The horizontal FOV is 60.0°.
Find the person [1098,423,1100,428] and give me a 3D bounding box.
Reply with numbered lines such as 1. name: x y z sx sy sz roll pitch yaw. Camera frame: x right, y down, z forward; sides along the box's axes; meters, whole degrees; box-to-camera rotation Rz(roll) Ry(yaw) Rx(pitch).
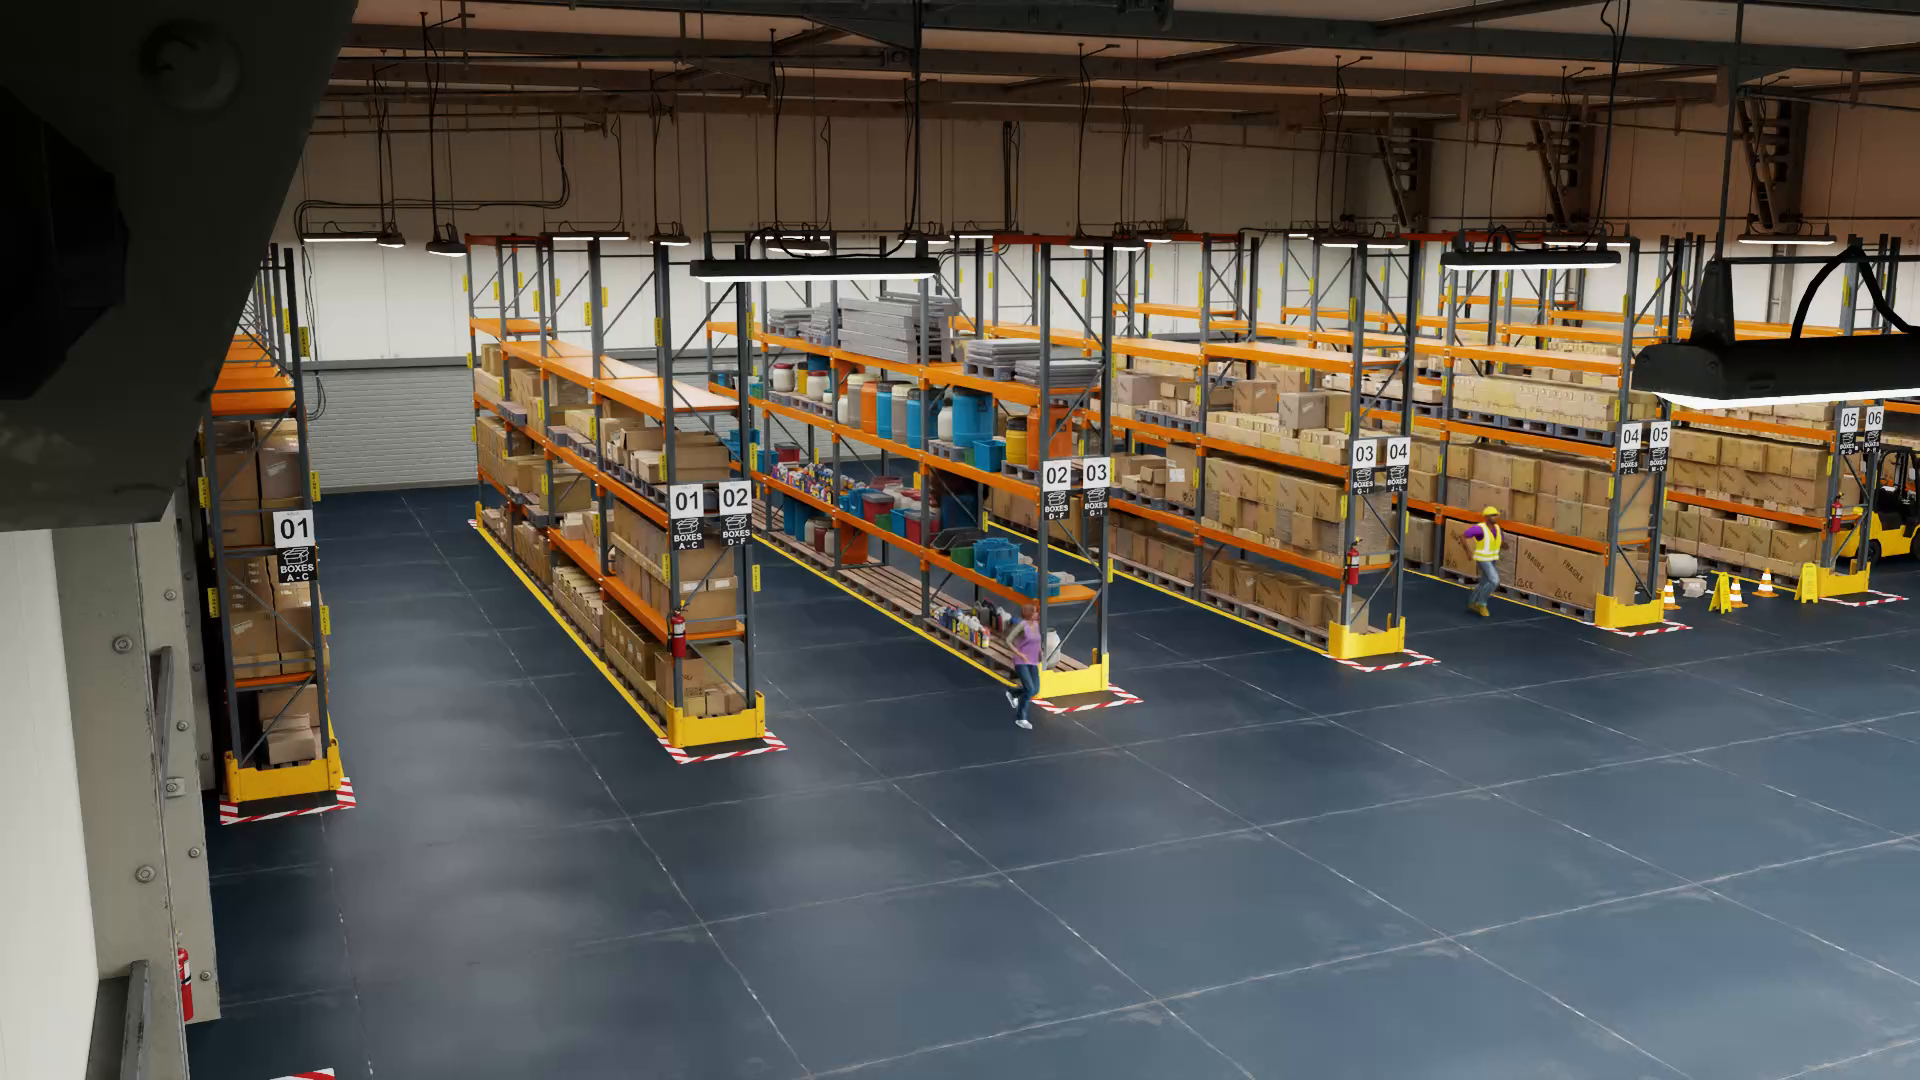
1. person: 3.583 -2.481 41.637 0.986 1.595 0.604 -5 12 -23

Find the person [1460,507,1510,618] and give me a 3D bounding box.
1. person: 8.483 0.350 26.724 0.687 1.791 0.702 -8 13 -35

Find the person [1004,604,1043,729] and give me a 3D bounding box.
1. person: 0.816 1.591 21.151 0.623 1.488 0.562 10 15 43

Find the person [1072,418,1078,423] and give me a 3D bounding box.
1. person: 2.653 -2.062 39.429 0.683 1.667 0.625 0 11 -2
